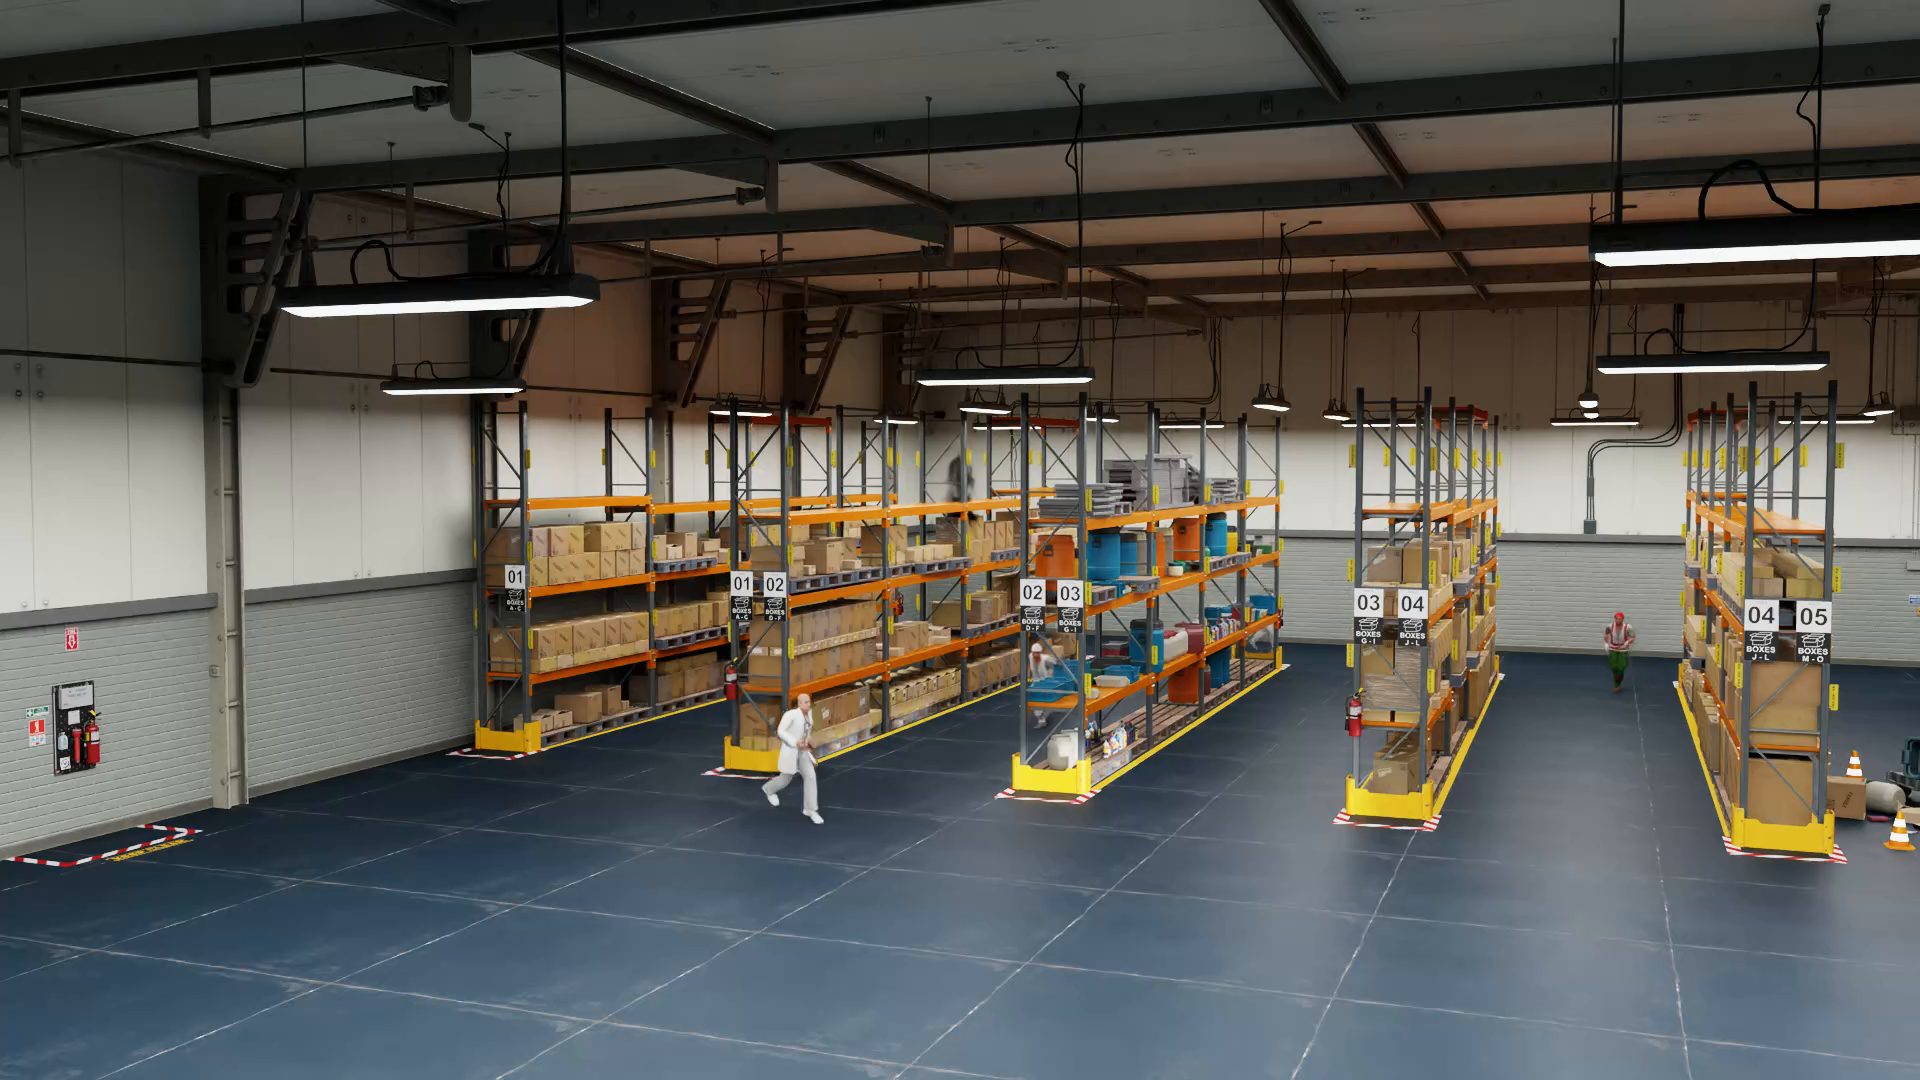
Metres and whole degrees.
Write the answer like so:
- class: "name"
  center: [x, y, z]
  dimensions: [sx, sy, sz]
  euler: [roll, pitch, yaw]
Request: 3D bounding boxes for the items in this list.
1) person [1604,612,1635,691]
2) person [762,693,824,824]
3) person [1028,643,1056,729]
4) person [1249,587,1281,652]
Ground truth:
- class: "person"
  center: [14.205, 2.397, 35.831]
  dimensions: [0.635, 1.714, 0.659]
  euler: [1, 3, 24]
- class: "person"
  center: [-2.331, 3.003, 23.167]
  dimensions: [1.188, 1.778, 0.712]
  euler: [3, 4, 43]
- class: "person"
  center: [1.561, 2.702, 31.110]
  dimensions: [0.663, 1.619, 1.090]
  euler: [1, 3, 22]
- class: "person"
  center: [7.873, 2.086, 42.962]
  dimensions: [0.970, 1.789, 0.682]
  euler: [2, 4, 40]
